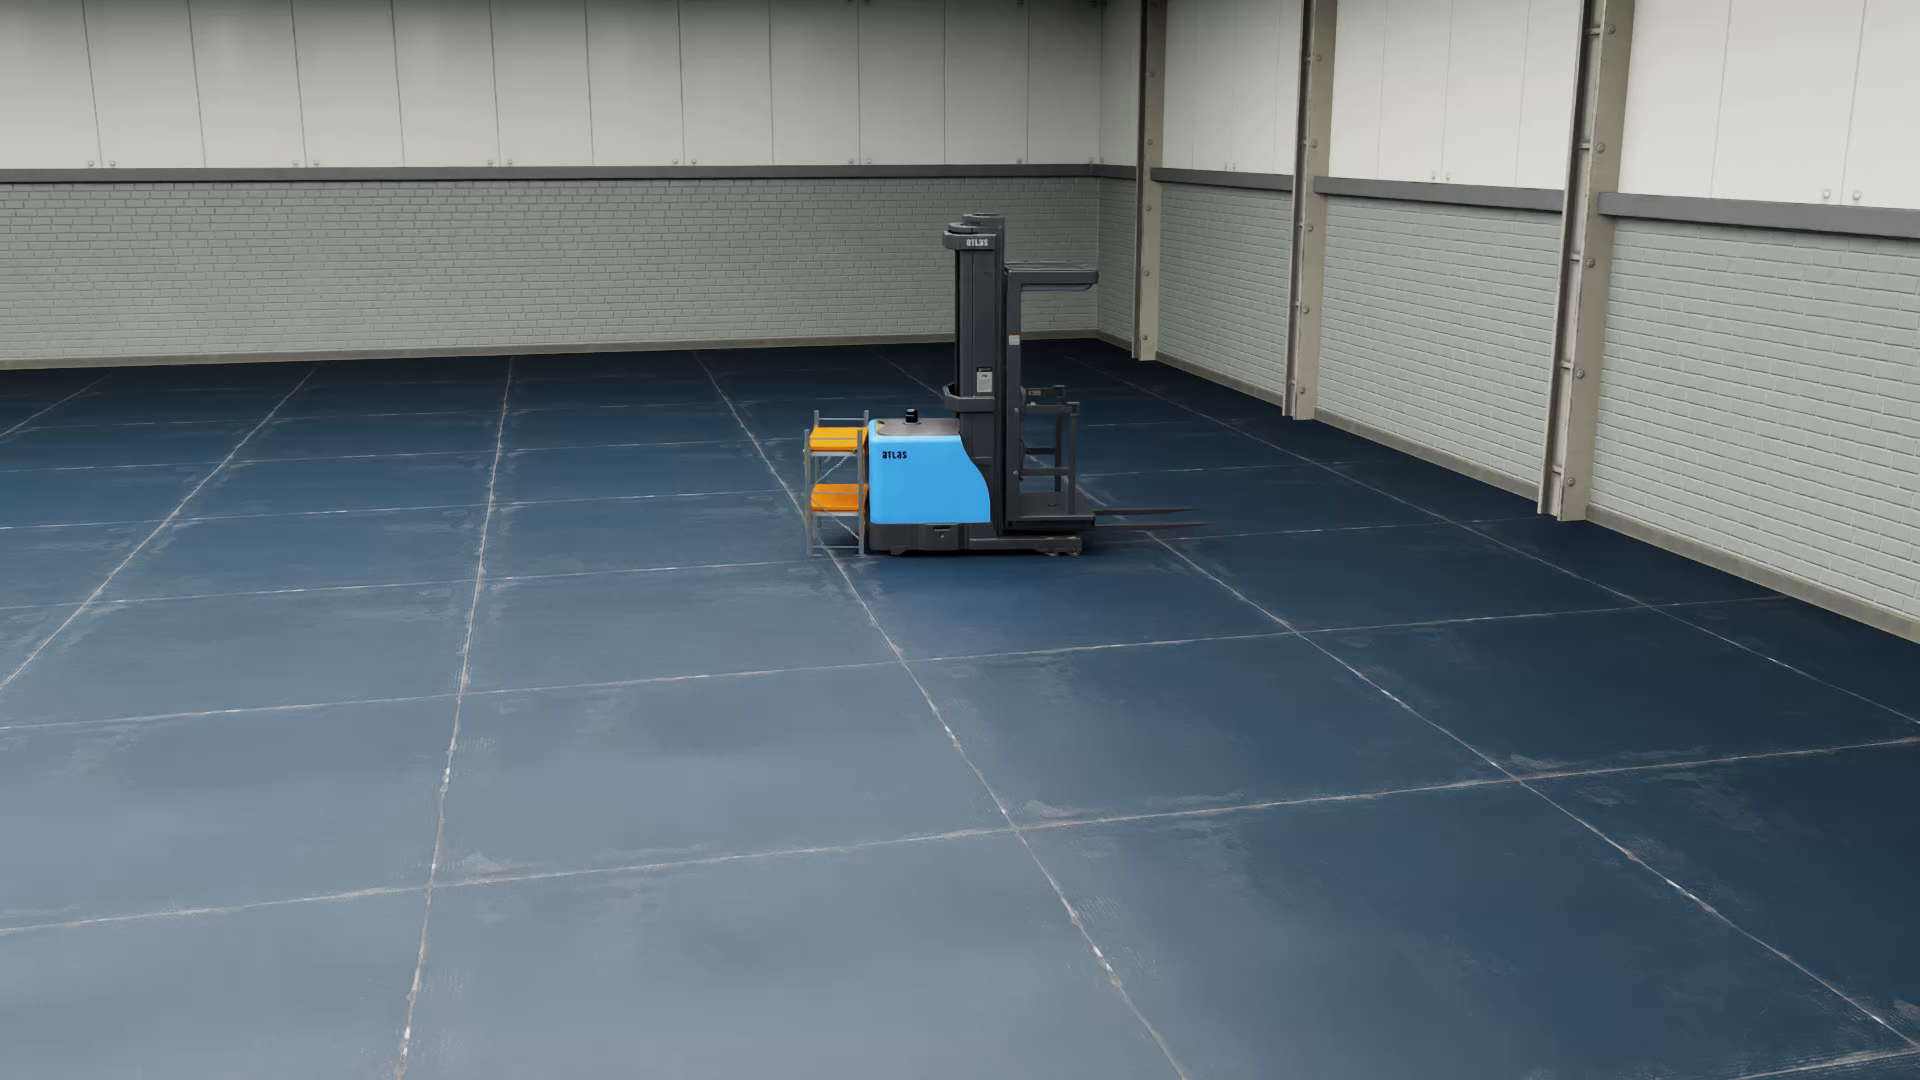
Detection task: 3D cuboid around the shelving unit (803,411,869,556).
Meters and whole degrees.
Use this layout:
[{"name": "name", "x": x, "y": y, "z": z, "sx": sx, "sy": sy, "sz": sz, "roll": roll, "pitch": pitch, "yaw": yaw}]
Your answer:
[{"name": "shelving unit", "x": -1.097, "y": -0.529, "z": 15.046, "sx": 0.538, "sy": 1.125, "sz": 1.048, "roll": 0, "pitch": 14, "yaw": 0}]

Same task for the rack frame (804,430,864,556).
[{"name": "rack frame", "x": -1.098, "y": -0.409, "z": 14.552, "sx": 0.500, "sy": 1.125, "sz": 0.032, "roll": 0, "pitch": 14, "yaw": 0}]

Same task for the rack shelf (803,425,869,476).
[{"name": "rack shelf", "x": -1.097, "y": -0.814, "z": 14.976, "sx": 0.538, "sy": 0.278, "sz": 1.000, "roll": 0, "pitch": 14, "yaw": 0}]

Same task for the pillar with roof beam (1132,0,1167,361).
[{"name": "pillar with roof beam", "x": -1.130, "y": -7.134, "z": 25.491, "sx": 9.100, "sy": 9.000, "sz": 0.400, "roll": -3, "pitch": 14, "yaw": -13}]

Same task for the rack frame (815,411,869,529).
[{"name": "rack frame", "x": -1.097, "y": -0.650, "z": 15.540, "sx": 0.500, "sy": 1.125, "sz": 0.032, "roll": 0, "pitch": 14, "yaw": 0}]

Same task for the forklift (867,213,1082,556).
[{"name": "forklift", "x": 0.684, "y": -1.407, "z": 14.835, "sx": 3.031, "sy": 2.935, "sz": 1.130, "roll": -1, "pitch": 14, "yaw": -4}]

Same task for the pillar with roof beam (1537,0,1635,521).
[{"name": "pillar with roof beam", "x": 1.688, "y": -4.366, "z": 14.160, "sx": 9.100, "sy": 9.000, "sz": 0.400, "roll": -3, "pitch": 14, "yaw": -13}]

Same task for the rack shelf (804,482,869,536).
[{"name": "rack shelf", "x": -1.097, "y": -0.292, "z": 15.104, "sx": 0.538, "sy": 0.278, "sz": 1.000, "roll": 0, "pitch": 14, "yaw": 0}]
